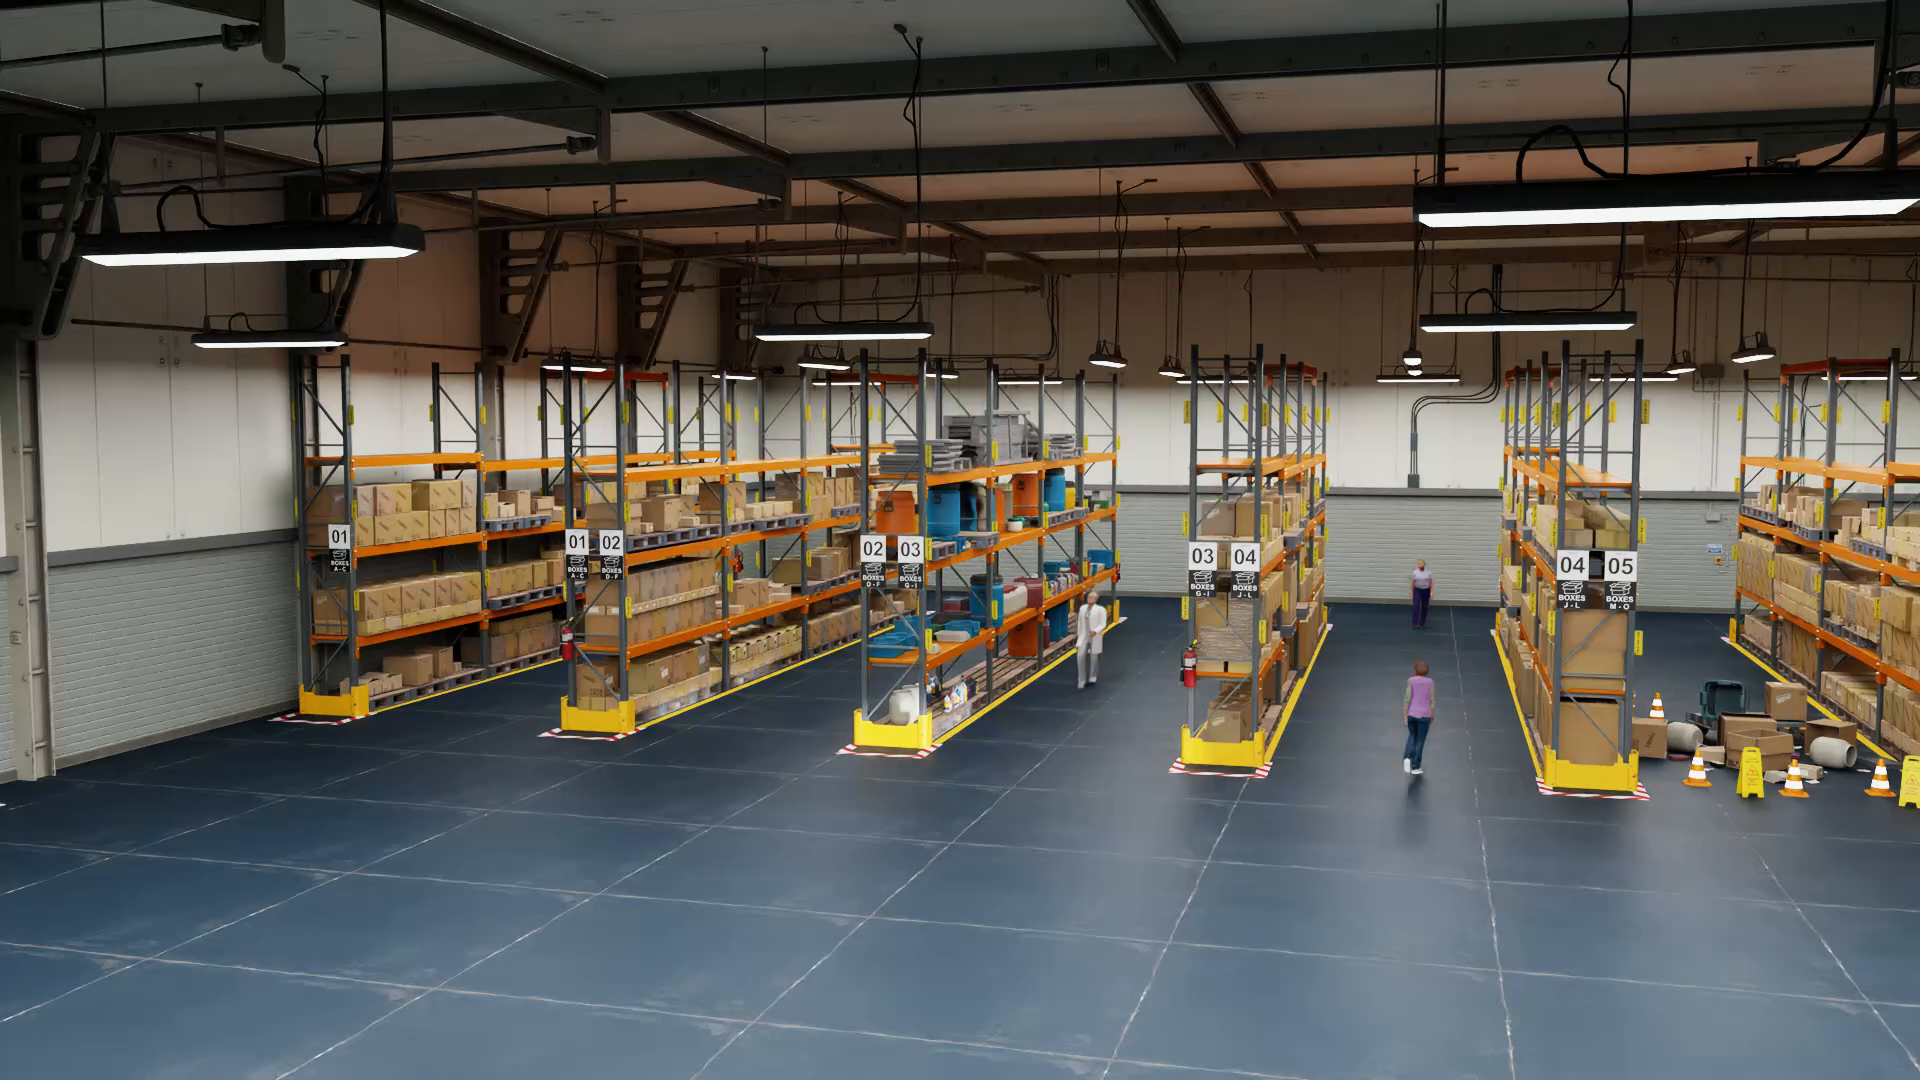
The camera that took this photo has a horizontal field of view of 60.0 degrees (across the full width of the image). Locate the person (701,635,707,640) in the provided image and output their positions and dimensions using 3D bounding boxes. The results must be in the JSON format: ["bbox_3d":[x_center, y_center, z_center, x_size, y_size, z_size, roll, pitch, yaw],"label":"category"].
[{"bbox_3d":[-5.712,1.454,35.661,0.636,1.749,1.018,1,4,13],"label":"person"}]

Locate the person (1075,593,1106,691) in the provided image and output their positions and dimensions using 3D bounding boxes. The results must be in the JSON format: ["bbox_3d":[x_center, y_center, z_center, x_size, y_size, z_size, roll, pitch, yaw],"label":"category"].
[{"bbox_3d":[2.413,1.858,30.644,0.608,1.777,1.007,1,4,16],"label":"person"}]

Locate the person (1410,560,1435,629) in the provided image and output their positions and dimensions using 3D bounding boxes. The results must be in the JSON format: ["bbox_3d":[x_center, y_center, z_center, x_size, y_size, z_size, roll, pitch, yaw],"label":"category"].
[{"bbox_3d":[10.861,1.281,39.084,0.570,1.616,0.565,0,4,3],"label":"person"}]

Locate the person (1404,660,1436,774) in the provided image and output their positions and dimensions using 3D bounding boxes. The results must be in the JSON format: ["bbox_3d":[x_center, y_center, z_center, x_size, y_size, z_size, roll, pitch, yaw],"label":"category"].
[{"bbox_3d":[6.403,2.467,23.123,0.405,1.617,0.388,-4,6,-45],"label":"person"}]
